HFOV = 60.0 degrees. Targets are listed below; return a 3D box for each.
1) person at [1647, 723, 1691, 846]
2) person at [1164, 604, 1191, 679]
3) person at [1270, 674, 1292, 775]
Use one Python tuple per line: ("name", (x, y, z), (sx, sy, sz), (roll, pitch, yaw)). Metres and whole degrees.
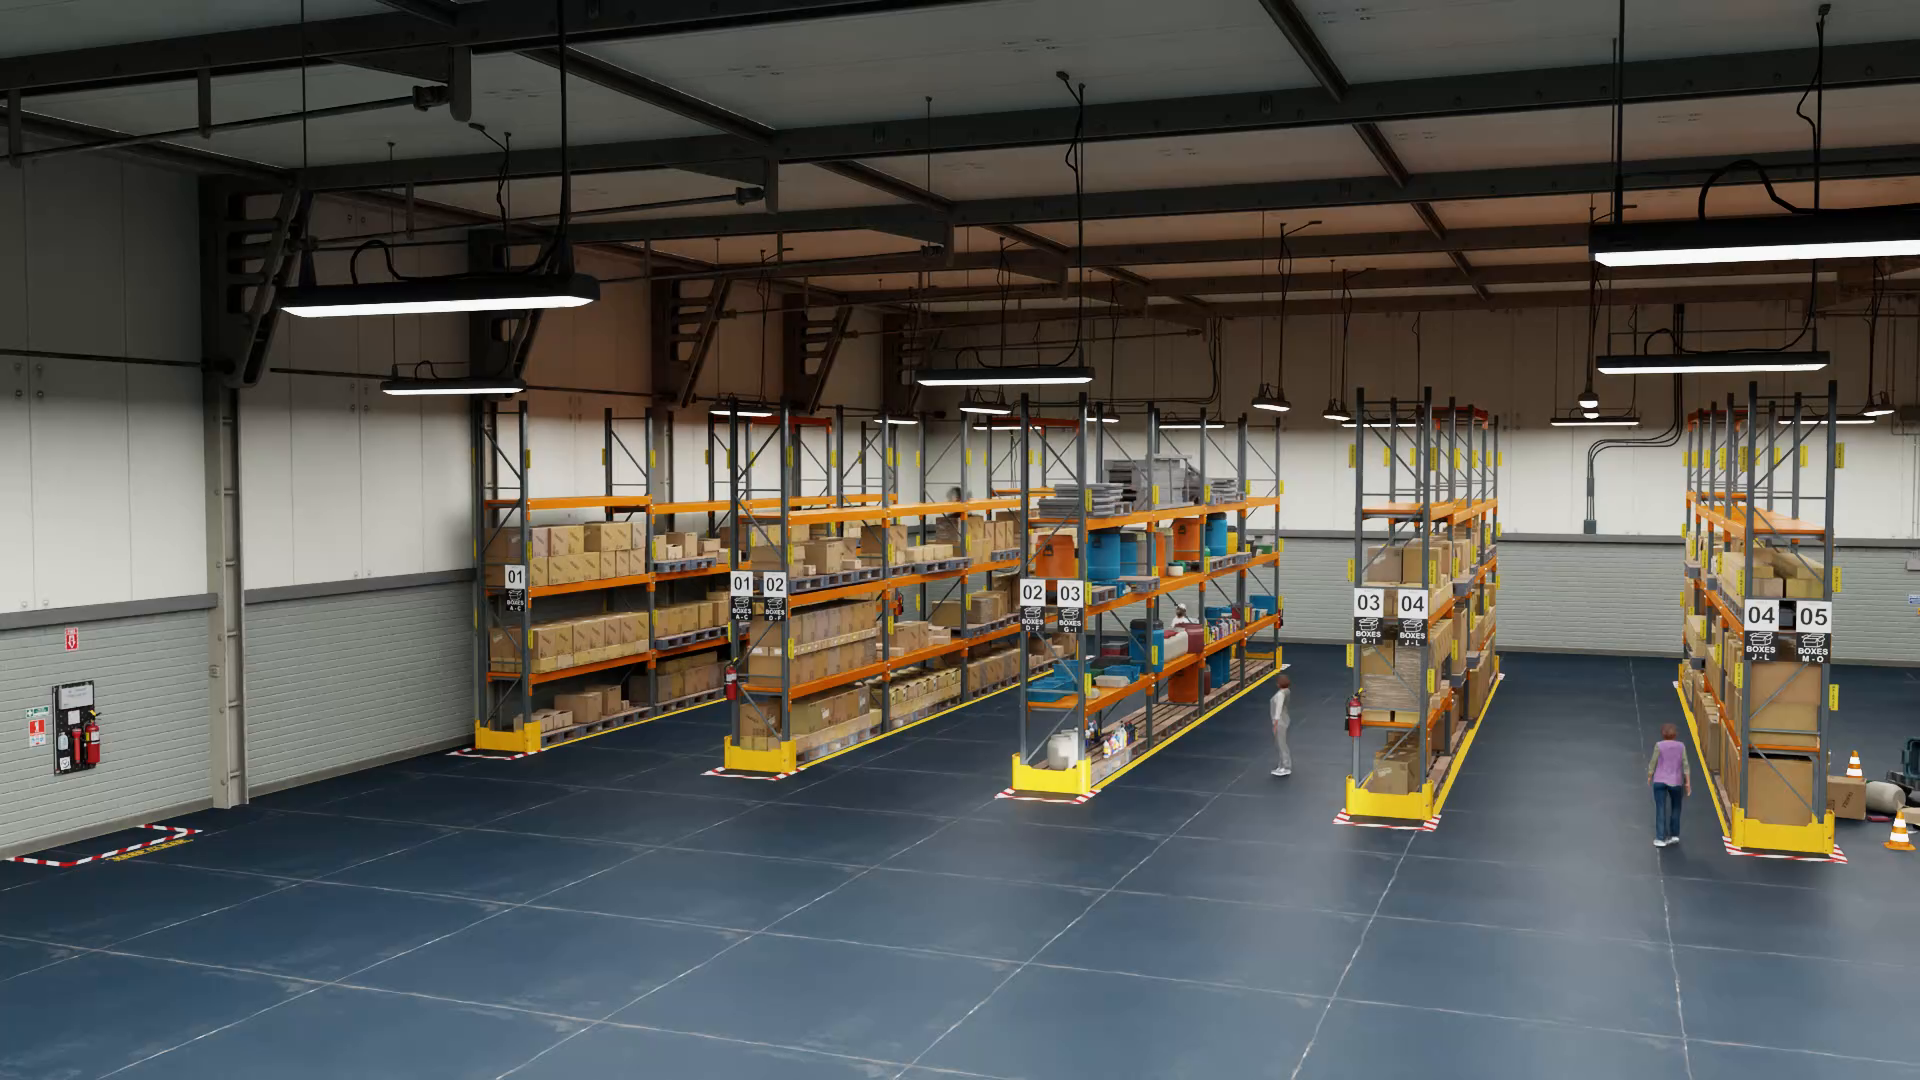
("person", (9.162, 3.173, 21.498), (0.534, 1.622, 0.695), (1, 3, 28))
("person", (4.985, 2.310, 37.851), (1.035, 1.724, 0.605), (-3, 4, -44))
("person", (5.085, 2.930, 26.362), (0.354, 1.617, 0.474), (0, 3, 5))
